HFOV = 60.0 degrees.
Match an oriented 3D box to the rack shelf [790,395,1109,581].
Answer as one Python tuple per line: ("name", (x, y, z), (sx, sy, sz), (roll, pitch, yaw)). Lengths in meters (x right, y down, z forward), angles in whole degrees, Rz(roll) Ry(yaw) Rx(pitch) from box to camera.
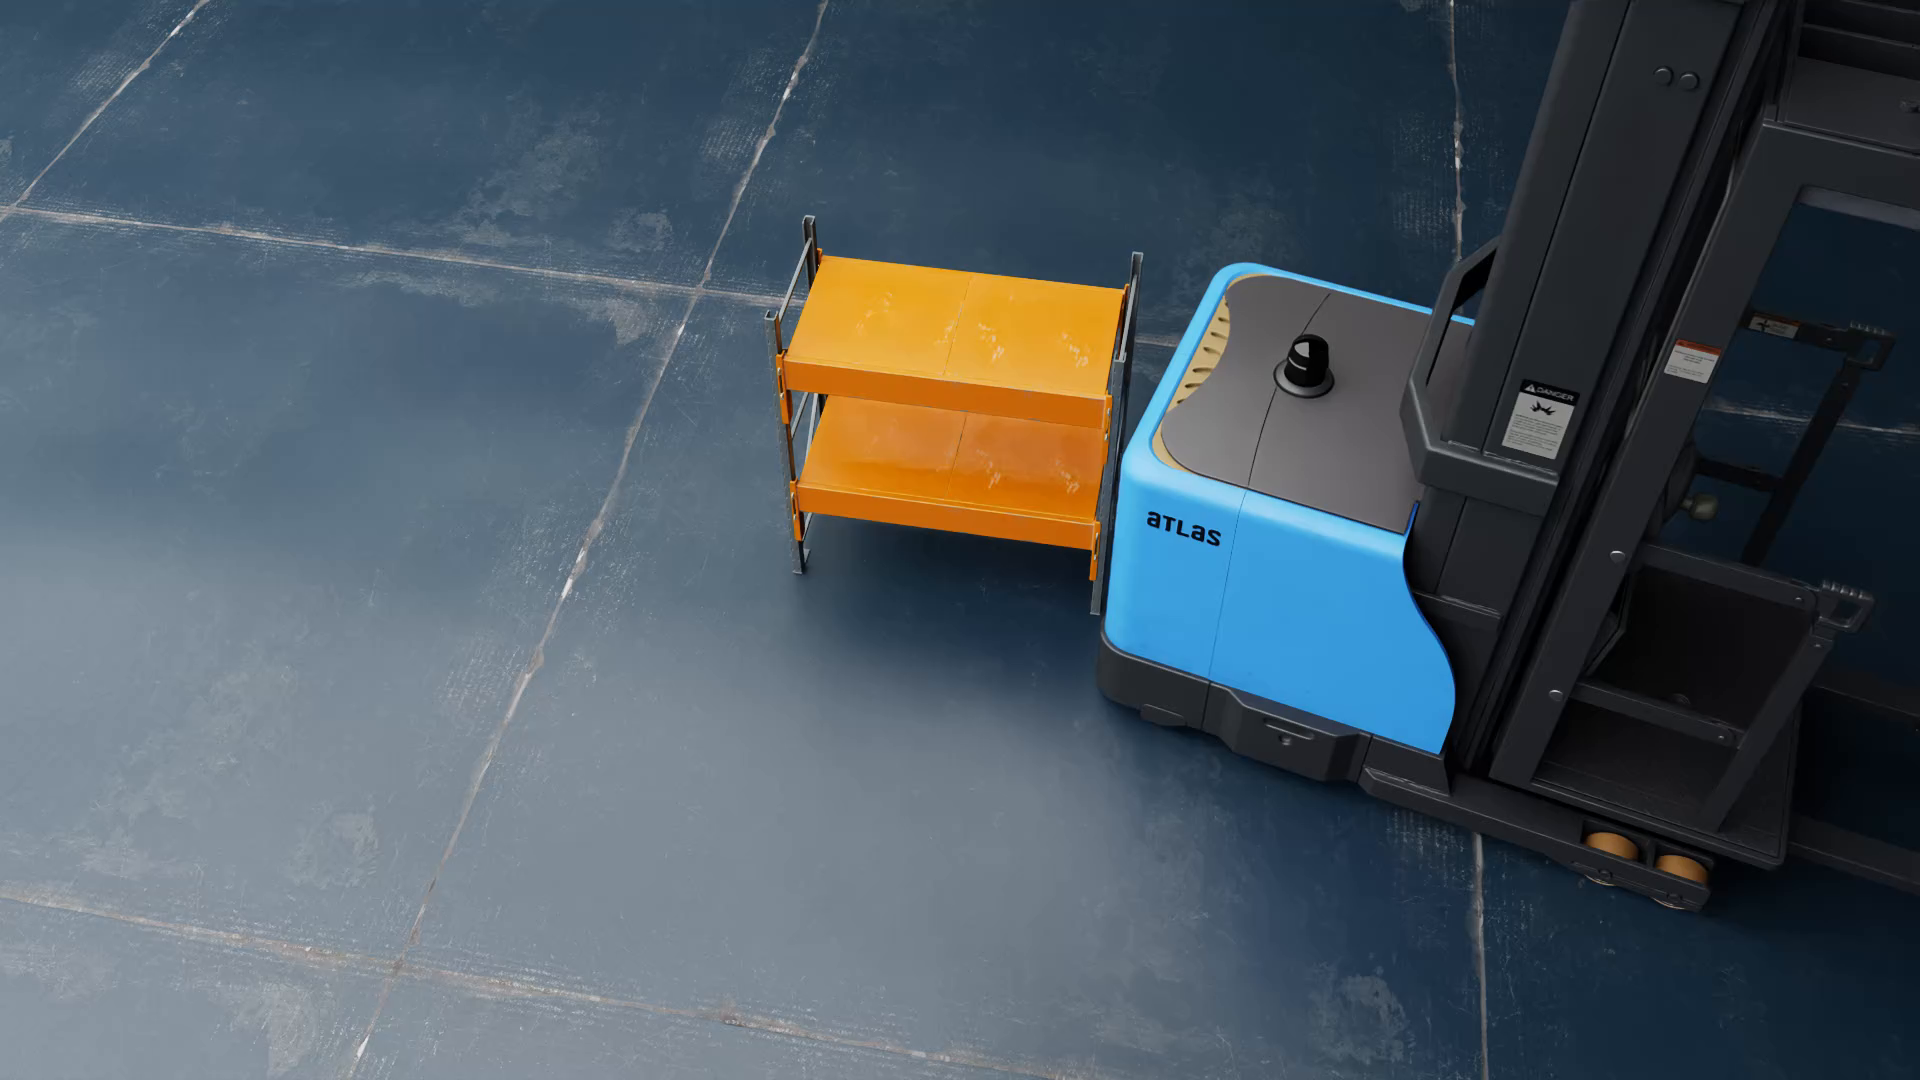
("rack shelf", (-0.007, -0.213, 5.514), (1.000, 0.278, 0.538), (8, 49, 7))

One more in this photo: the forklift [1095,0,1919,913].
("forklift", (1.994, -0.371, 4.113), (3.031, 2.935, 1.130), (18, 50, 15))

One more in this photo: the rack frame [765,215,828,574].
("rack frame", (-0.507, -0.444, 5.393), (0.032, 1.125, 0.500), (8, 49, 7))

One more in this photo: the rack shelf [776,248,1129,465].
("rack shelf", (-0.007, -0.572, 5.115), (1.000, 0.278, 0.538), (8, 49, 7))

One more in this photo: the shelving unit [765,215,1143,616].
("shelving unit", (-0.007, -0.377, 5.332), (1.048, 1.125, 0.538), (8, 49, 7))

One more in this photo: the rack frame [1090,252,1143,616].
("rack frame", (0.494, -0.310, 5.272), (0.032, 1.125, 0.500), (8, 49, 7))
